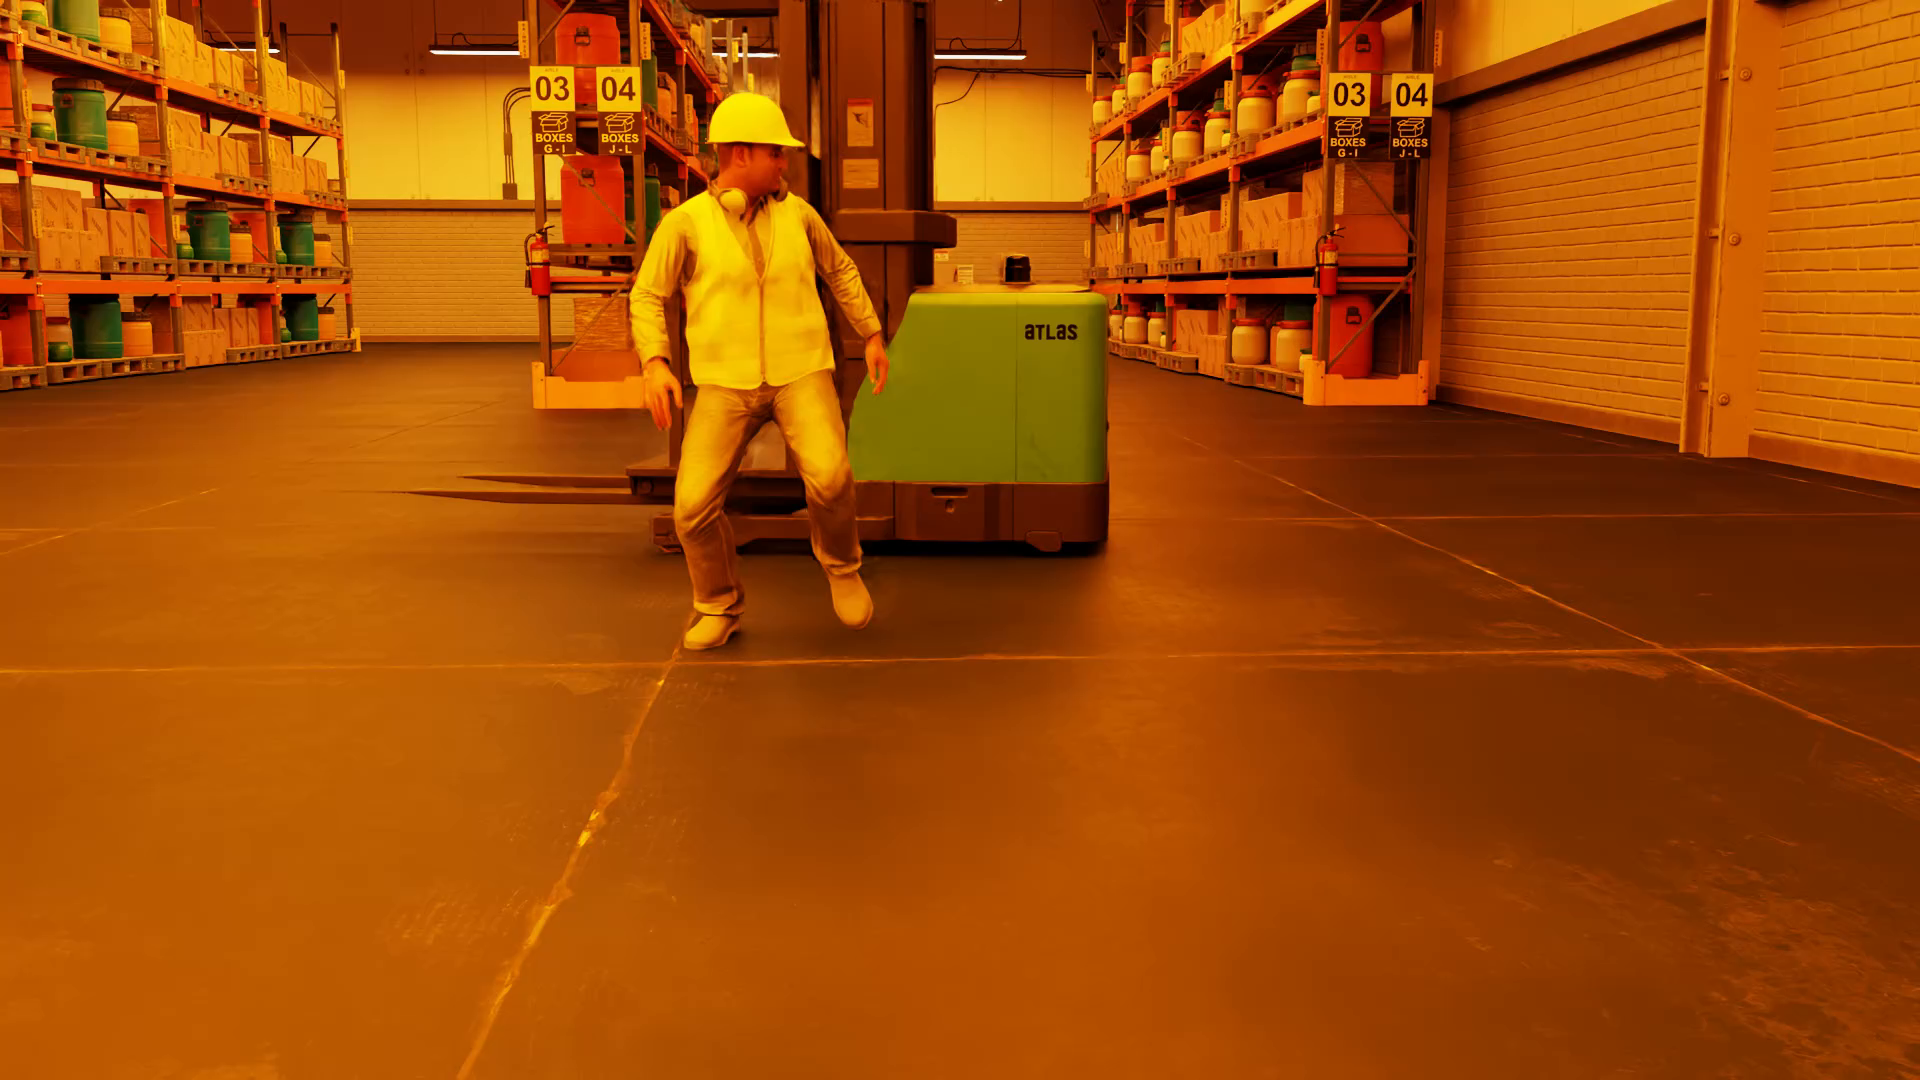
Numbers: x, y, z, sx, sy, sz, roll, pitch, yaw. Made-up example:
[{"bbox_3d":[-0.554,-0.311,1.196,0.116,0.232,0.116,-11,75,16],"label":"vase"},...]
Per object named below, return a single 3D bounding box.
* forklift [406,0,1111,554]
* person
[{"bbox_3d":[-0.862,-1.466,7.207,3.031,2.935,1.130,1,8,5],"label":"forklift"},{"bbox_3d":[-0.597,-0.506,5.099,0.802,1.675,0.596,-1,9,-7],"label":"person"}]
